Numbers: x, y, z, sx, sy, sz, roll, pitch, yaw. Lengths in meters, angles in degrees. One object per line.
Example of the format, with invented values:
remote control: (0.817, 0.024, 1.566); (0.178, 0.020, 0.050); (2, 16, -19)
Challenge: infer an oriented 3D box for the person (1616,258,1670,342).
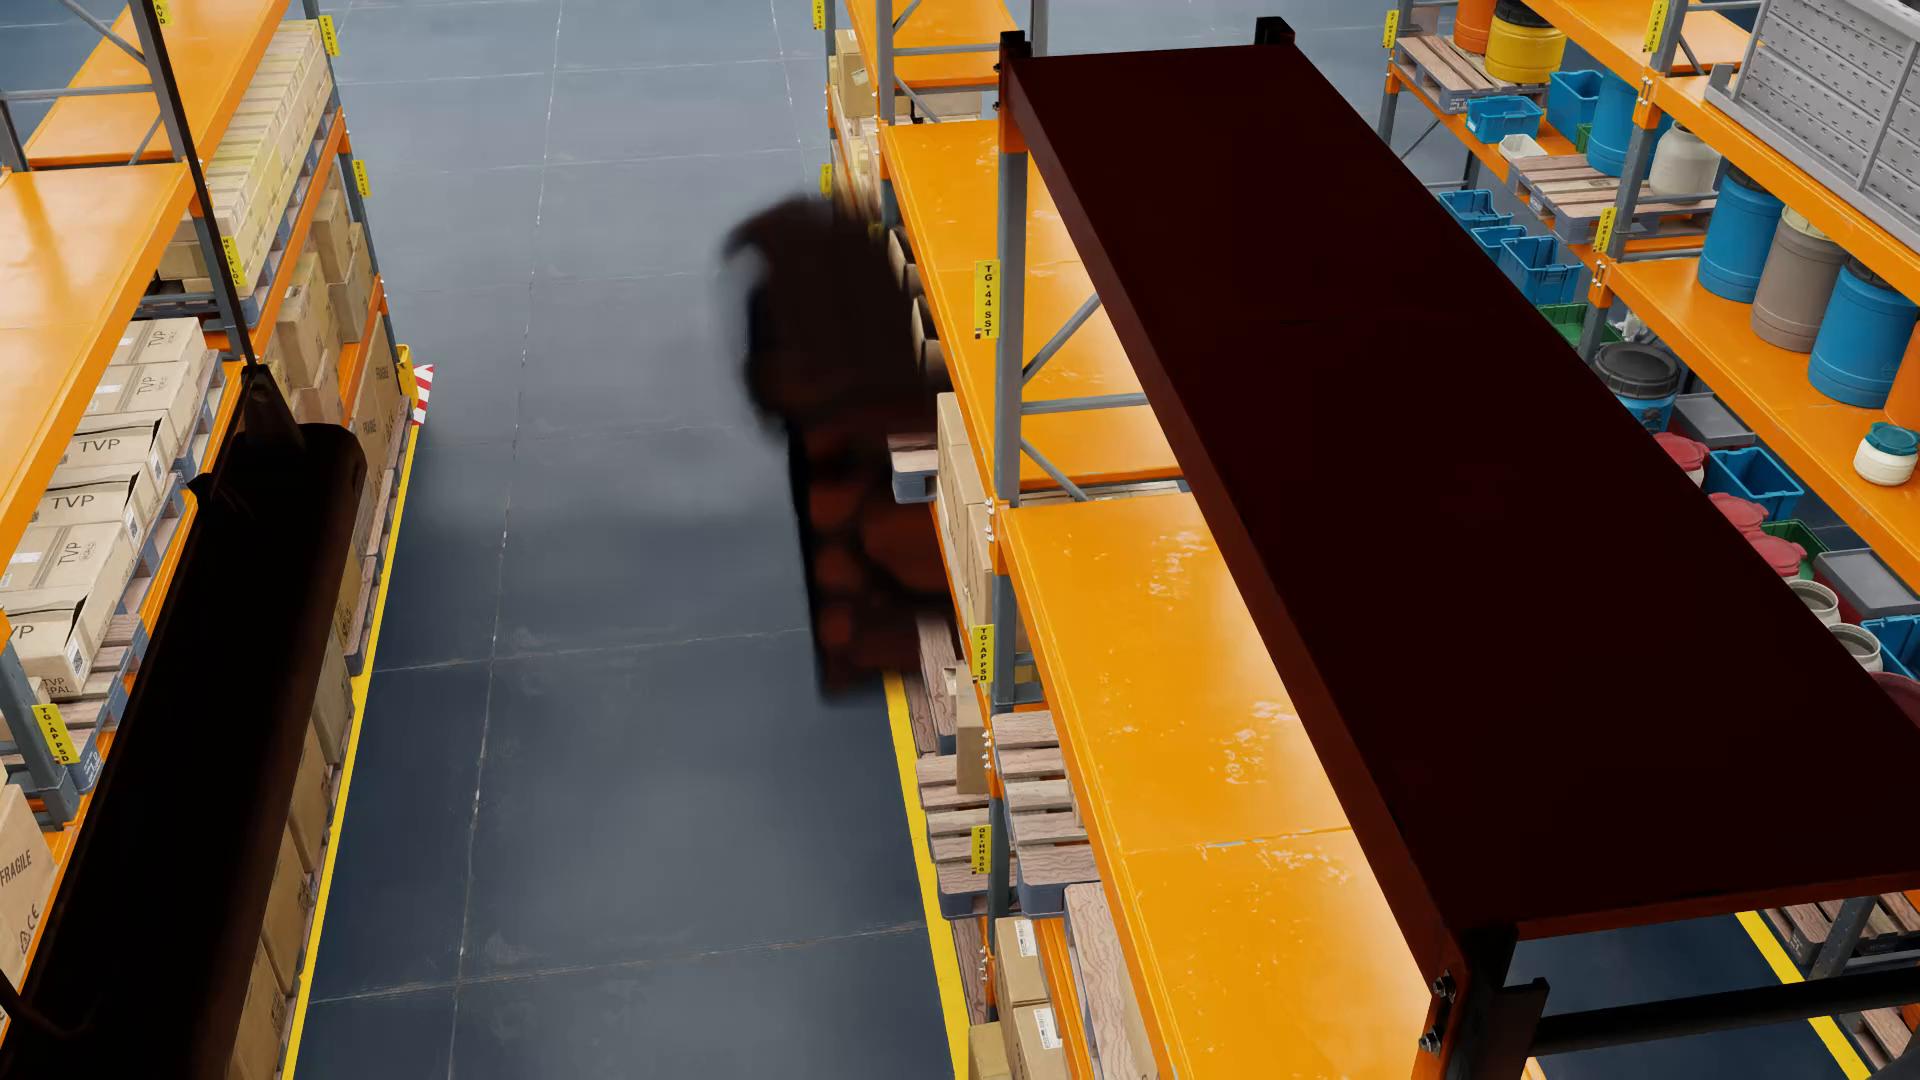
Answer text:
person: (6.405, -2.558, 15.555); (0.519, 1.699, 0.637); (2, 36, 3)
